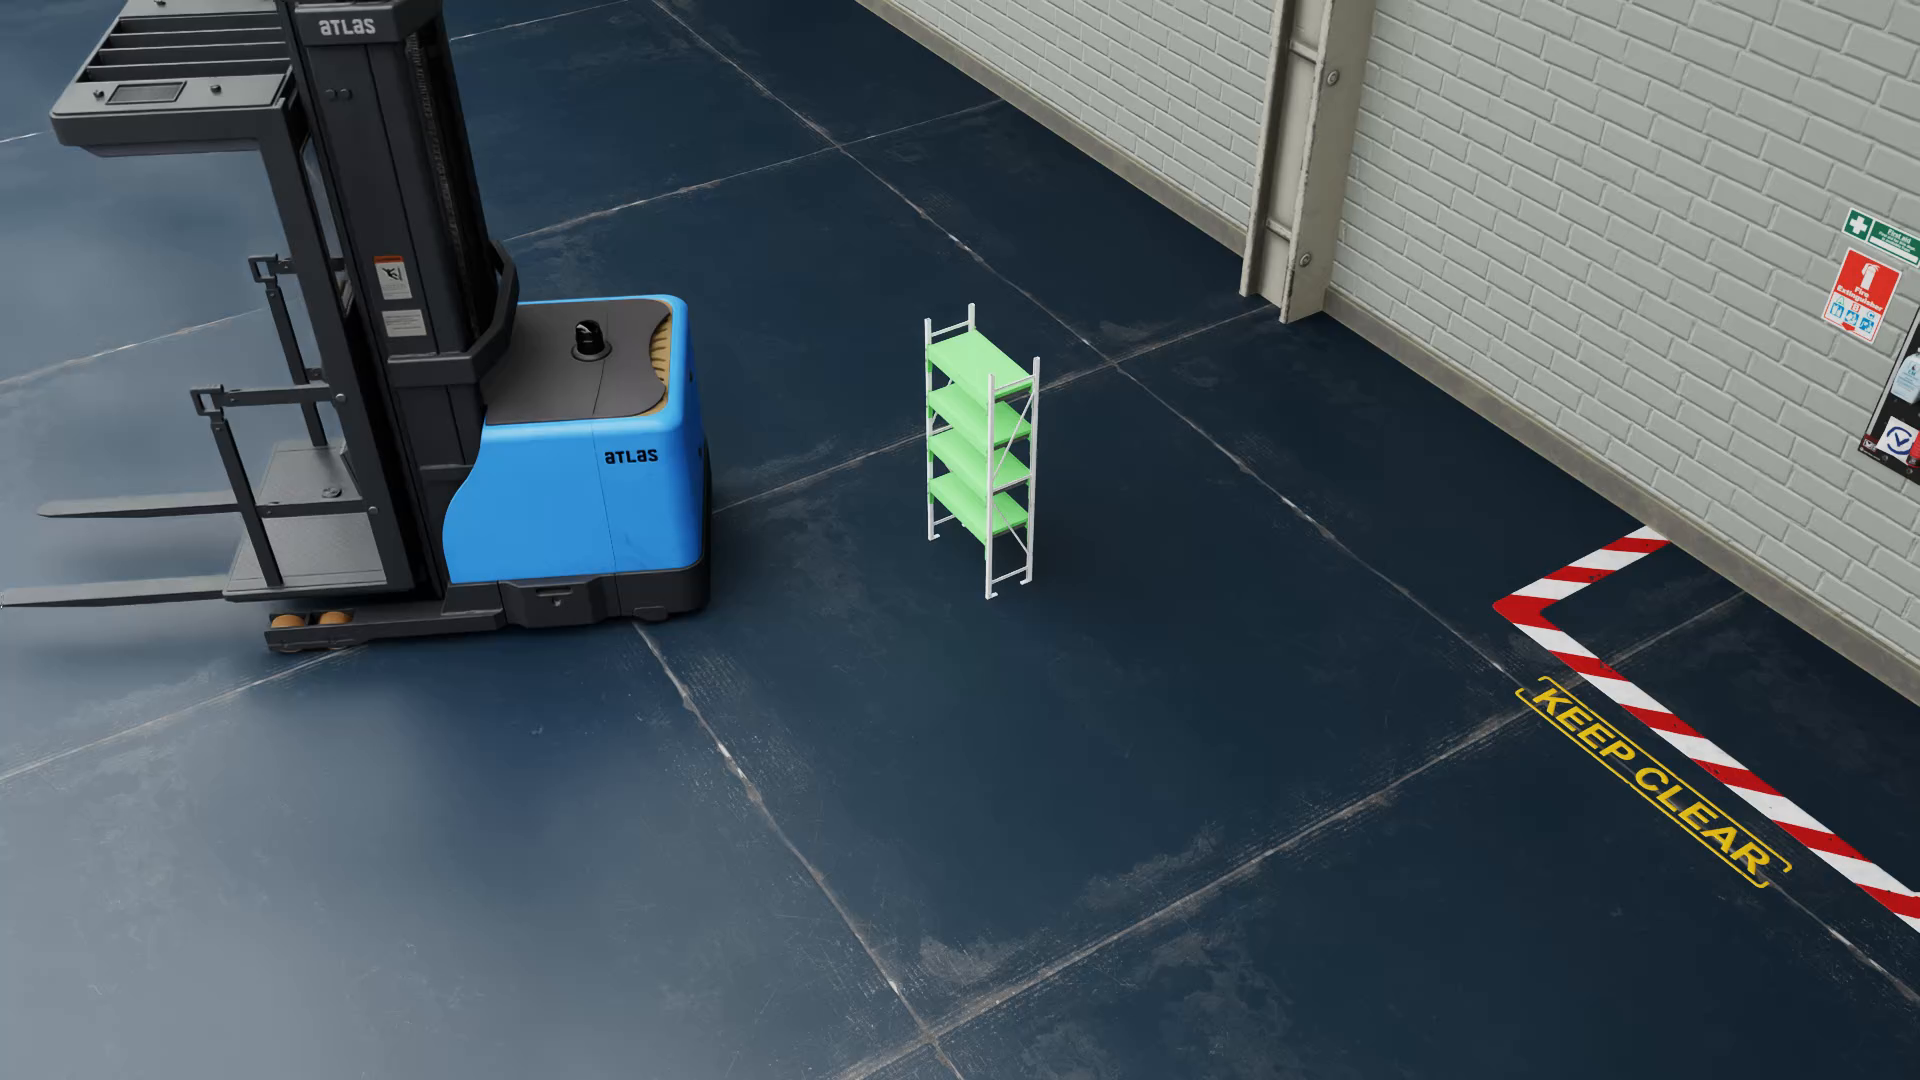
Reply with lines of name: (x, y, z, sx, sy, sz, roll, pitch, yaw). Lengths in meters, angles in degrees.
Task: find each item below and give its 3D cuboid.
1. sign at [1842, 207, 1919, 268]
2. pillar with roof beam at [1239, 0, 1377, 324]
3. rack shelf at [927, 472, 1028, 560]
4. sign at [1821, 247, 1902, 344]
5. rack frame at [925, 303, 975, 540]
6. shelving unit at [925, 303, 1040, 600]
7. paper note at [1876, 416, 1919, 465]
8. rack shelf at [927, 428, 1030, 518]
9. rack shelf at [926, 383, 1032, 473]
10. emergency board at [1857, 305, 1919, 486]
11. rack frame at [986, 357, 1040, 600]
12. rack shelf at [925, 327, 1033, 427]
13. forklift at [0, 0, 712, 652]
sign: (3.531, -1.157, 6.353, 0.001, 0.109, 0.331, -22, 45, -24)
pillar with roof beam: (-1.813, -3.326, 4.712, 9.100, 9.000, 0.400, -22, 45, -24)
rack shelf: (0.089, -0.138, 7.453, 0.258, 0.148, 0.480, -22, 45, -24)
sign: (3.536, -0.959, 6.530, 0.001, 0.329, 0.234, -22, 45, -24)
rack frame: (-0.042, -0.503, 7.417, 0.240, 1.200, 0.015, -22, 45, -24)
shelving unit: (0.089, -0.372, 7.259, 0.258, 1.200, 0.503, -22, 45, -24)
paper note: (3.710, -0.392, 6.566, 0.016, 0.148, 0.142, -22, 45, -24)
rack shelf: (0.089, -0.323, 7.300, 0.258, 0.148, 0.480, -22, 45, -24)
rack shelf: (0.089, -0.507, 7.146, 0.258, 0.148, 0.480, -22, 45, -24)
emergency board: (3.747, -0.611, 6.140, 0.194, 1.169, 0.643, -22, 45, -24)
rack frame: (0.220, -0.240, 7.101, 0.240, 1.200, 0.015, -22, 45, -24)
rack shelf: (0.089, -0.691, 6.992, 0.258, 0.148, 0.480, -22, 45, -24)
forklift: (-2.656, -0.998, 6.658, 3.031, 2.935, 1.130, -4, 40, -5)
